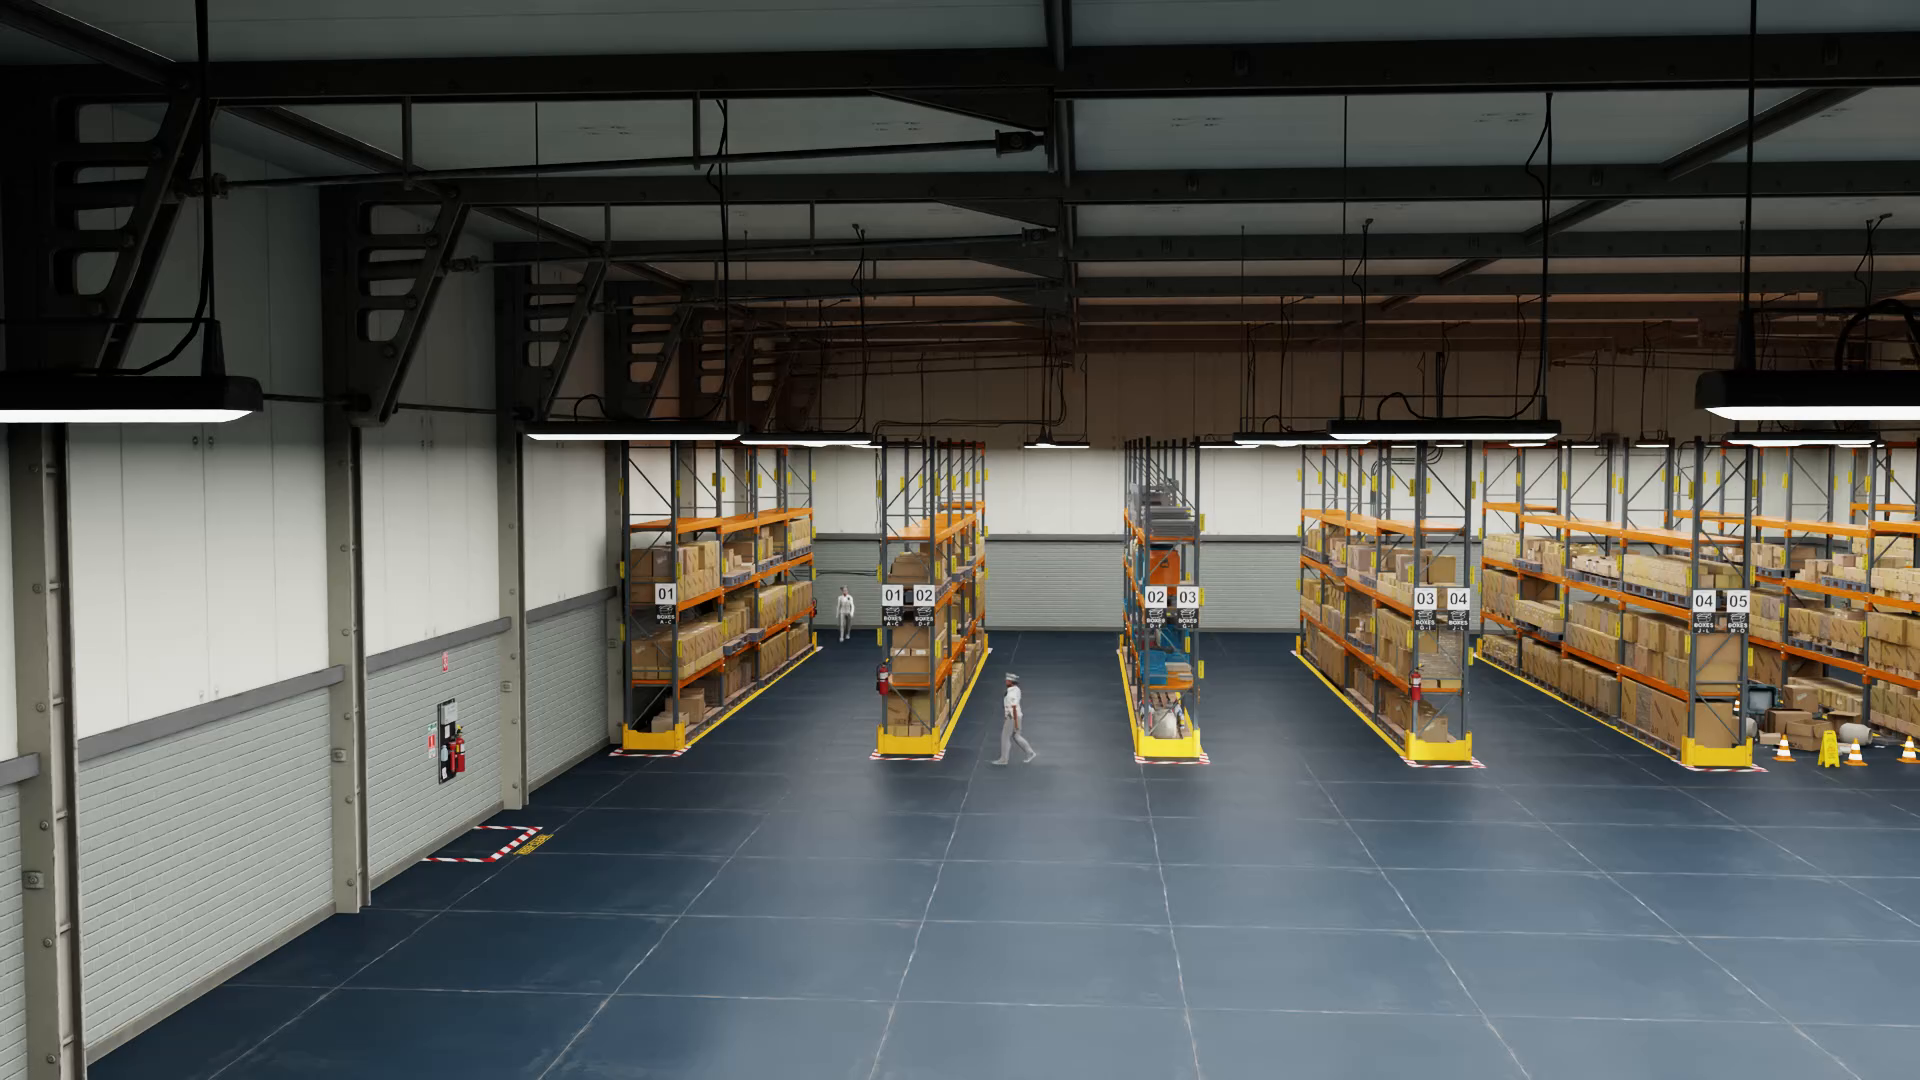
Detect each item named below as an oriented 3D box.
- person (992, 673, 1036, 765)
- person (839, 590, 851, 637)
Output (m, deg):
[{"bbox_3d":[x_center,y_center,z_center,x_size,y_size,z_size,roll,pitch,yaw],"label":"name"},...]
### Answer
[{"bbox_3d":[0.992,3.259,30.362,0.777,1.654,0.424,1,3,12],"label":"person"},{"bbox_3d":[-3.462,2.189,50.180,0.364,1.531,0.824,0,3,-5],"label":"person"}]
